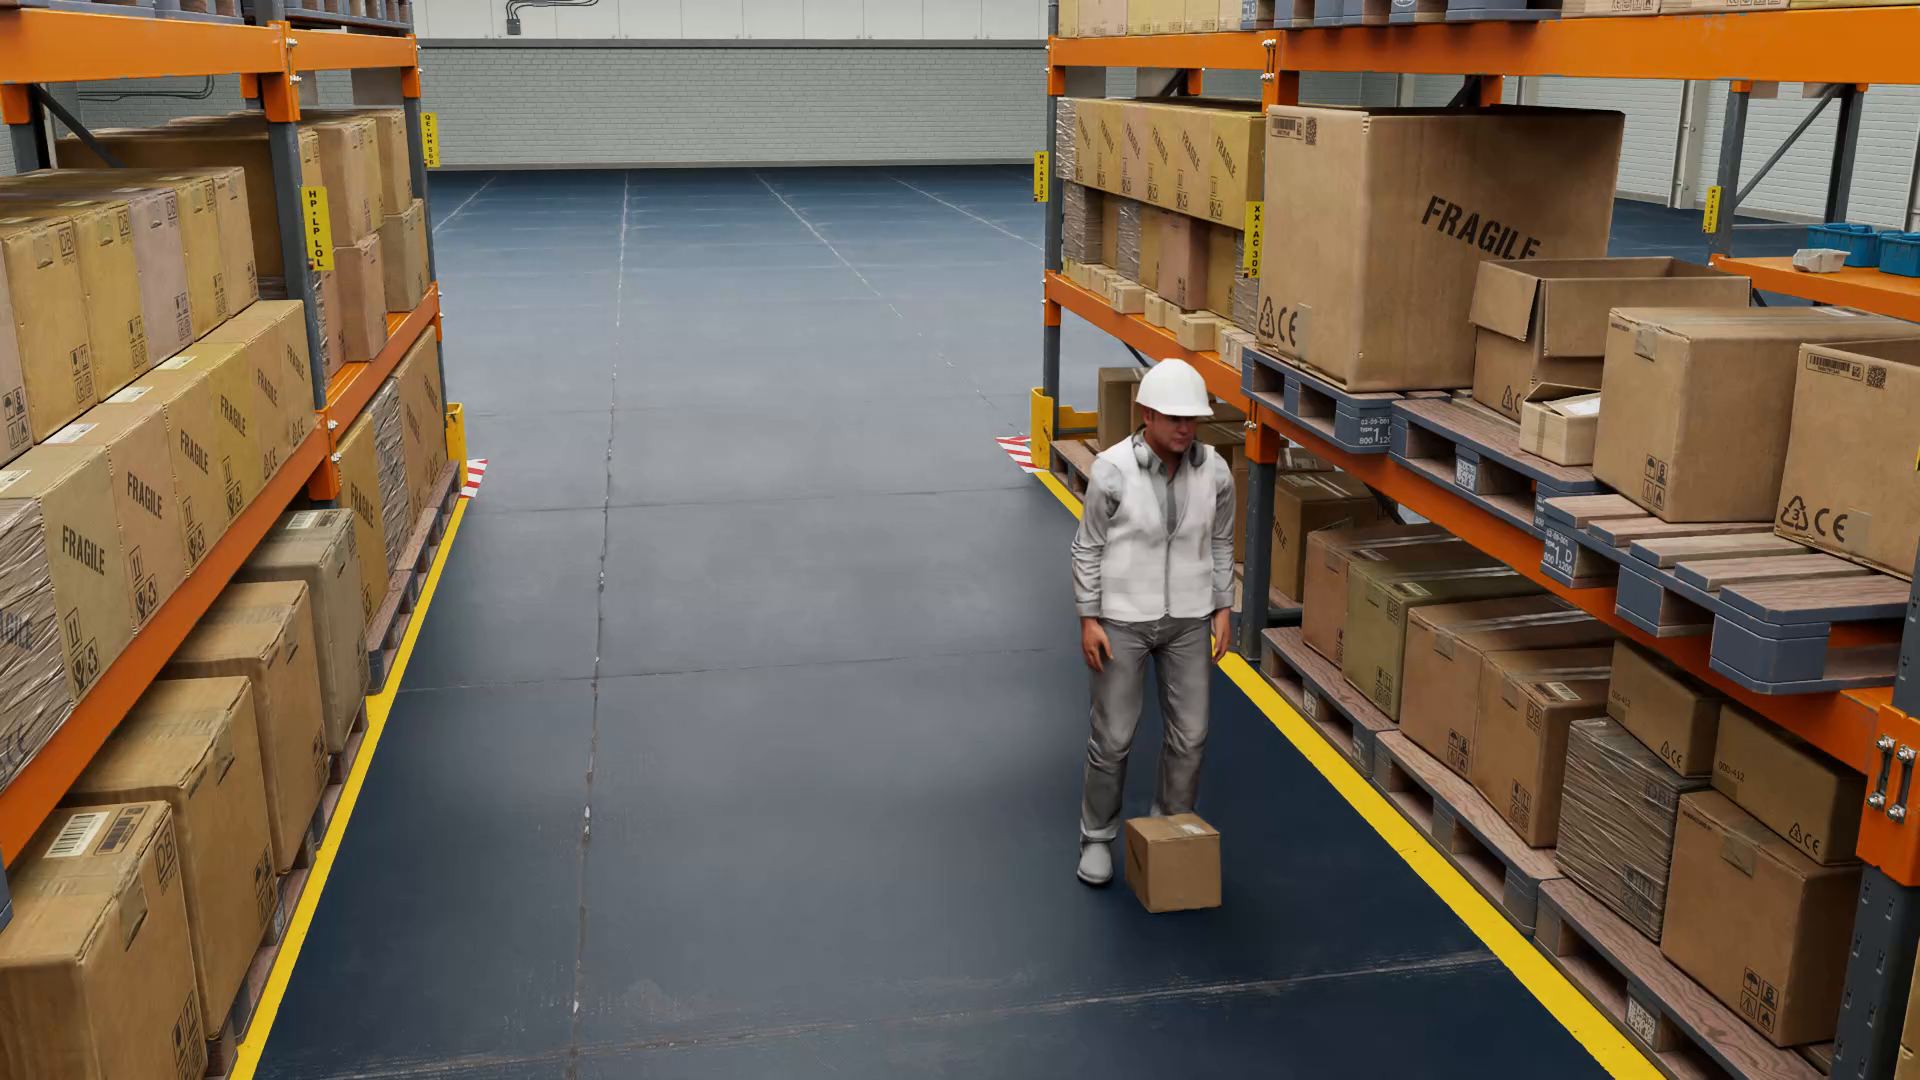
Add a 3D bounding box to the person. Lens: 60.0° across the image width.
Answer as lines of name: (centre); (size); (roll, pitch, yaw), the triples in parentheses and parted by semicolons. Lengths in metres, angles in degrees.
person: (4.028, -1.868, 5.683); (7.450, 5.808, 11.427); (-4, 17, -12)
